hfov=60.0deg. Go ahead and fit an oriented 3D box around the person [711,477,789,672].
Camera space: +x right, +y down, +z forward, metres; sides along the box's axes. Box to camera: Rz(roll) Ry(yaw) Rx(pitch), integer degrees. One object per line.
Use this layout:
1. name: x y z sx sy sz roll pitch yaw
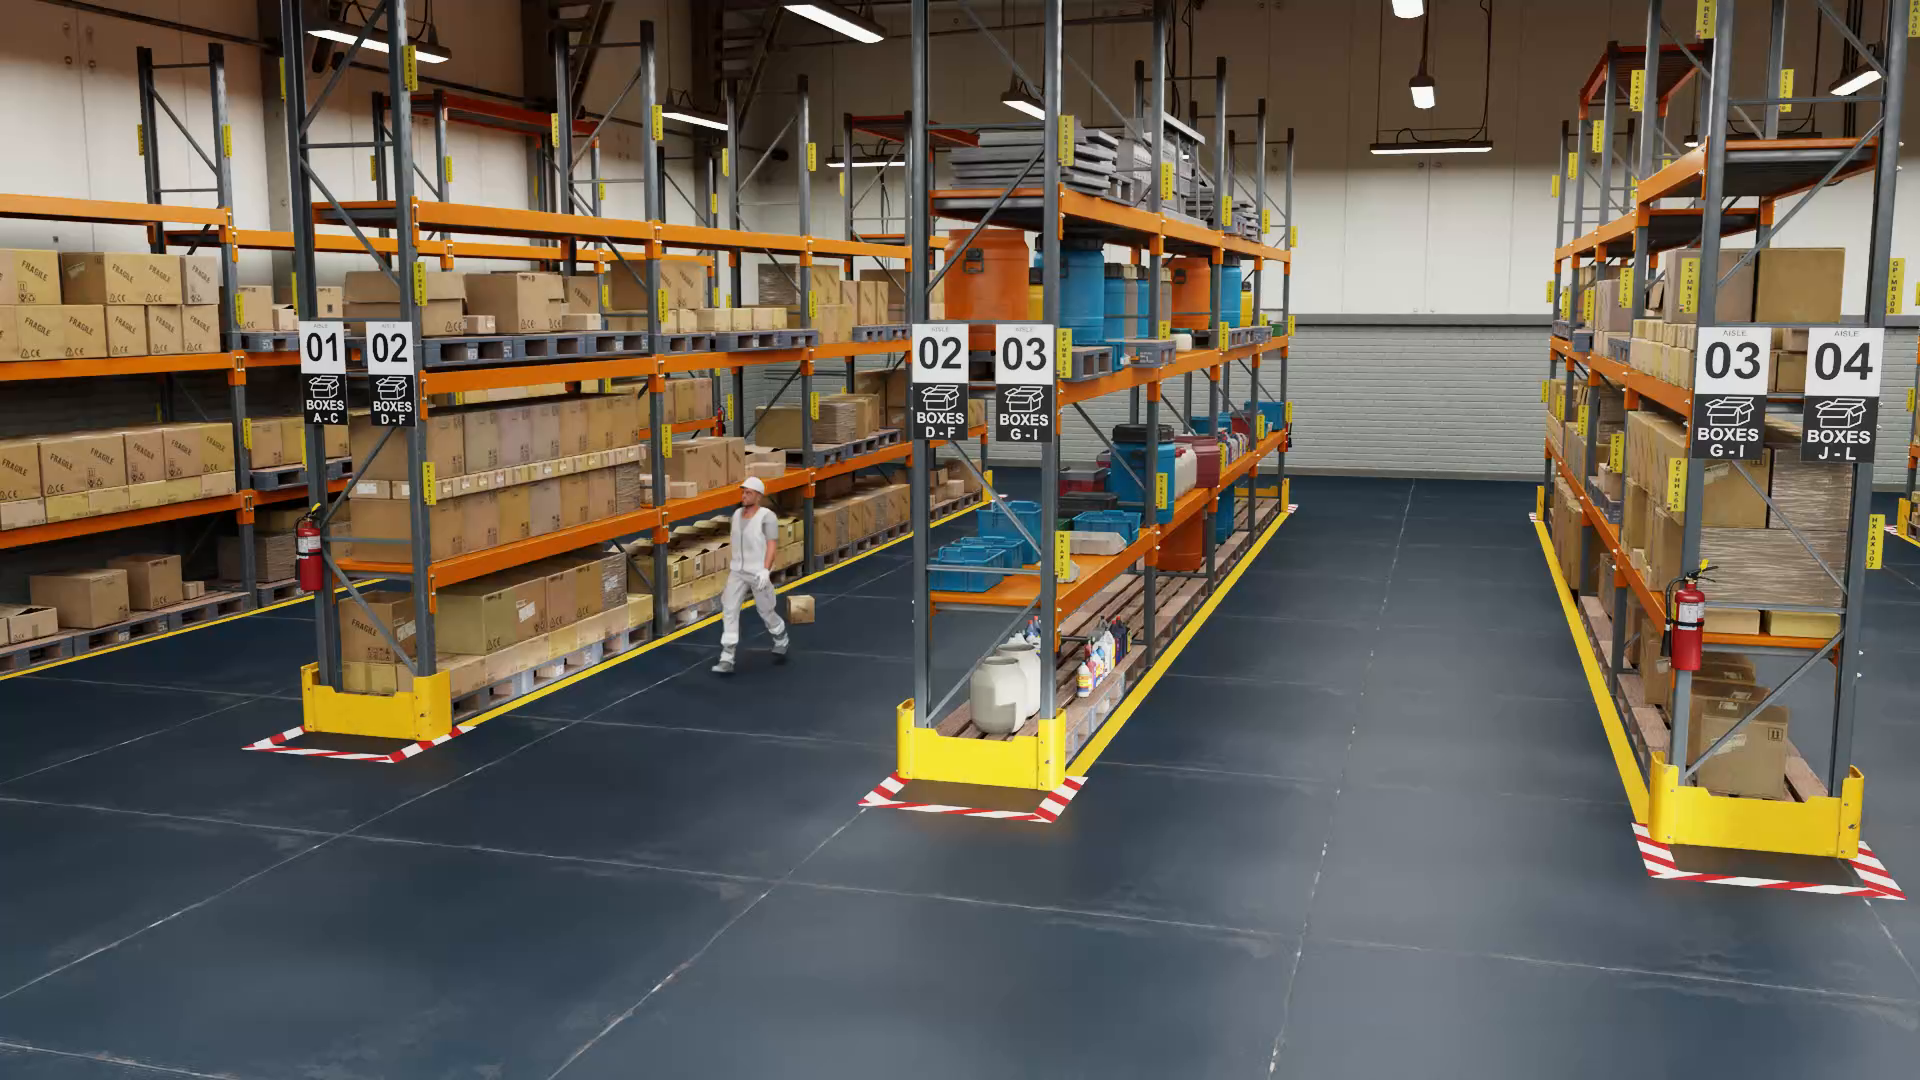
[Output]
1. person: -1.908 0.305 15.148 0.533 1.751 1.020 4 9 23
